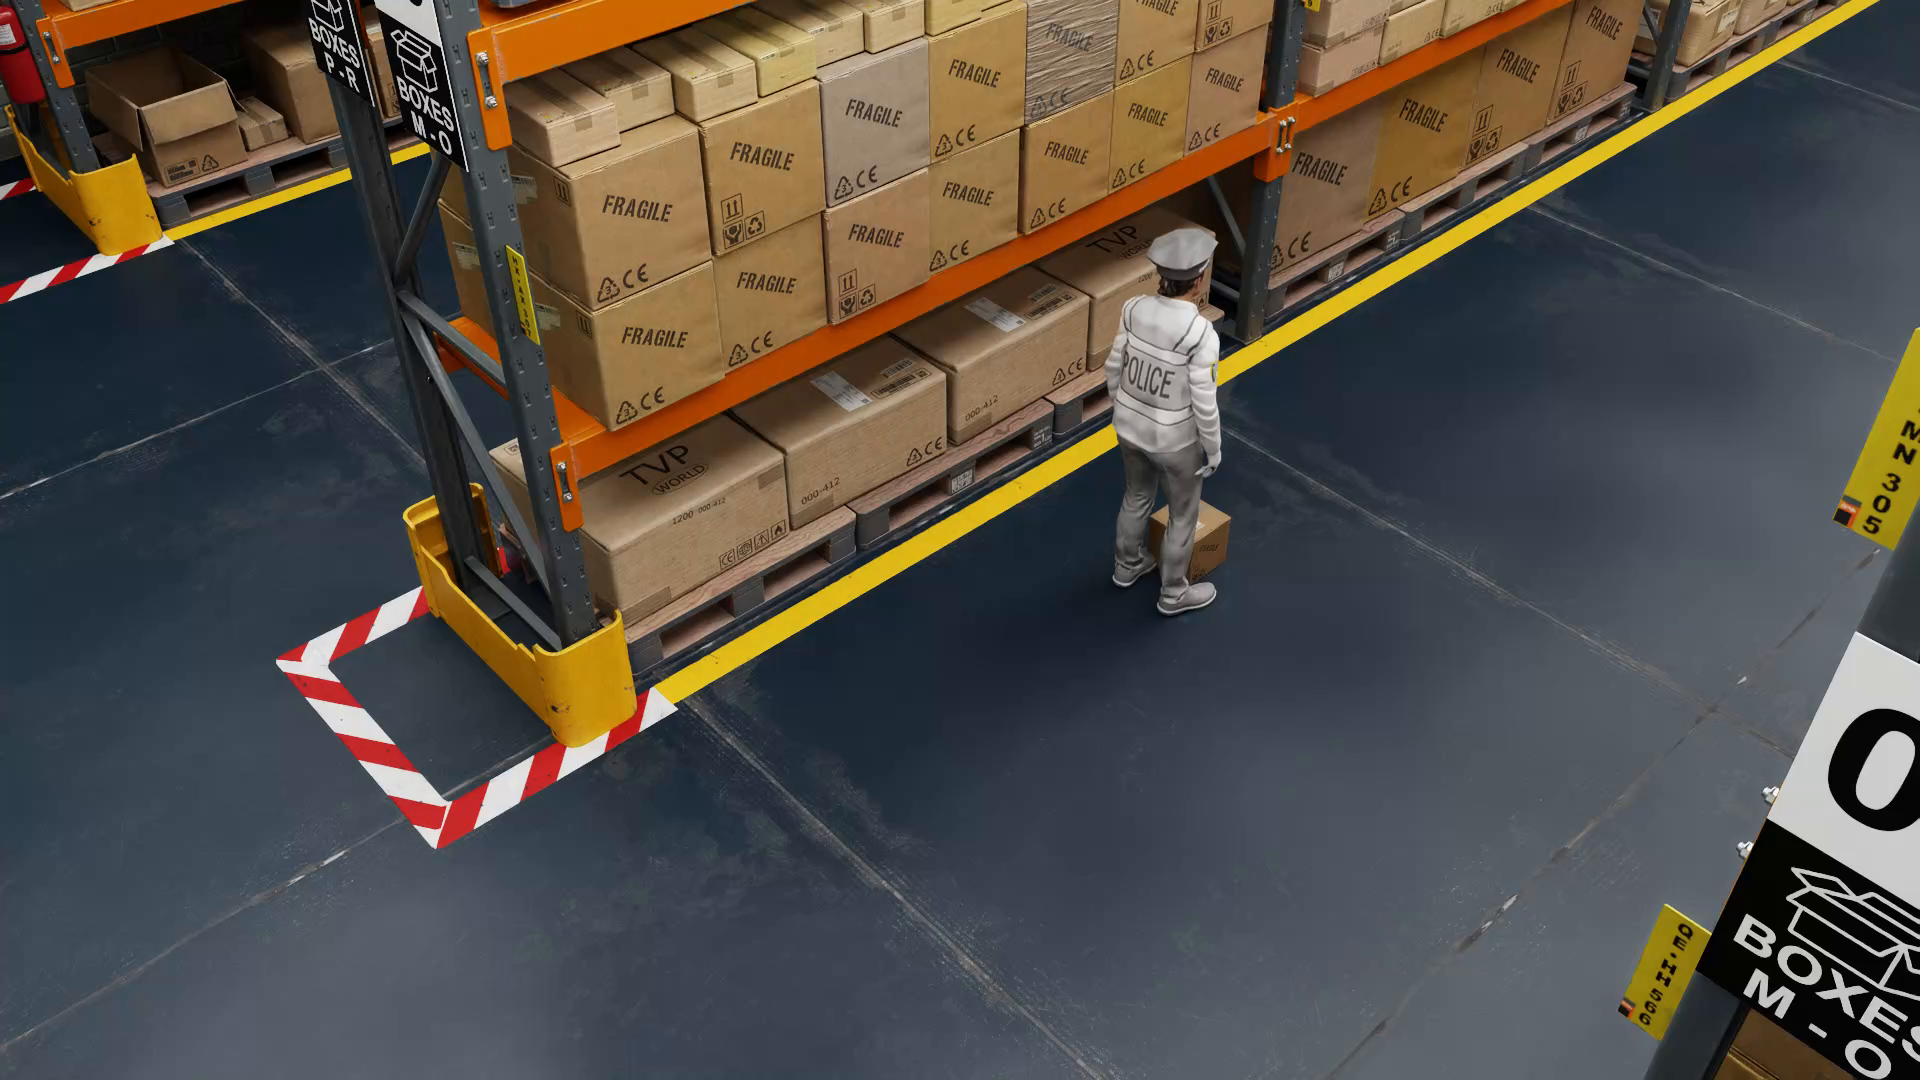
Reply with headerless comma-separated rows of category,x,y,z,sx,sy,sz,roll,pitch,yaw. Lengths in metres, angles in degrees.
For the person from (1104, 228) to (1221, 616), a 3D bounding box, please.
person,0.816,-0.441,6.678,0.546,1.663,0.375,32,49,32
